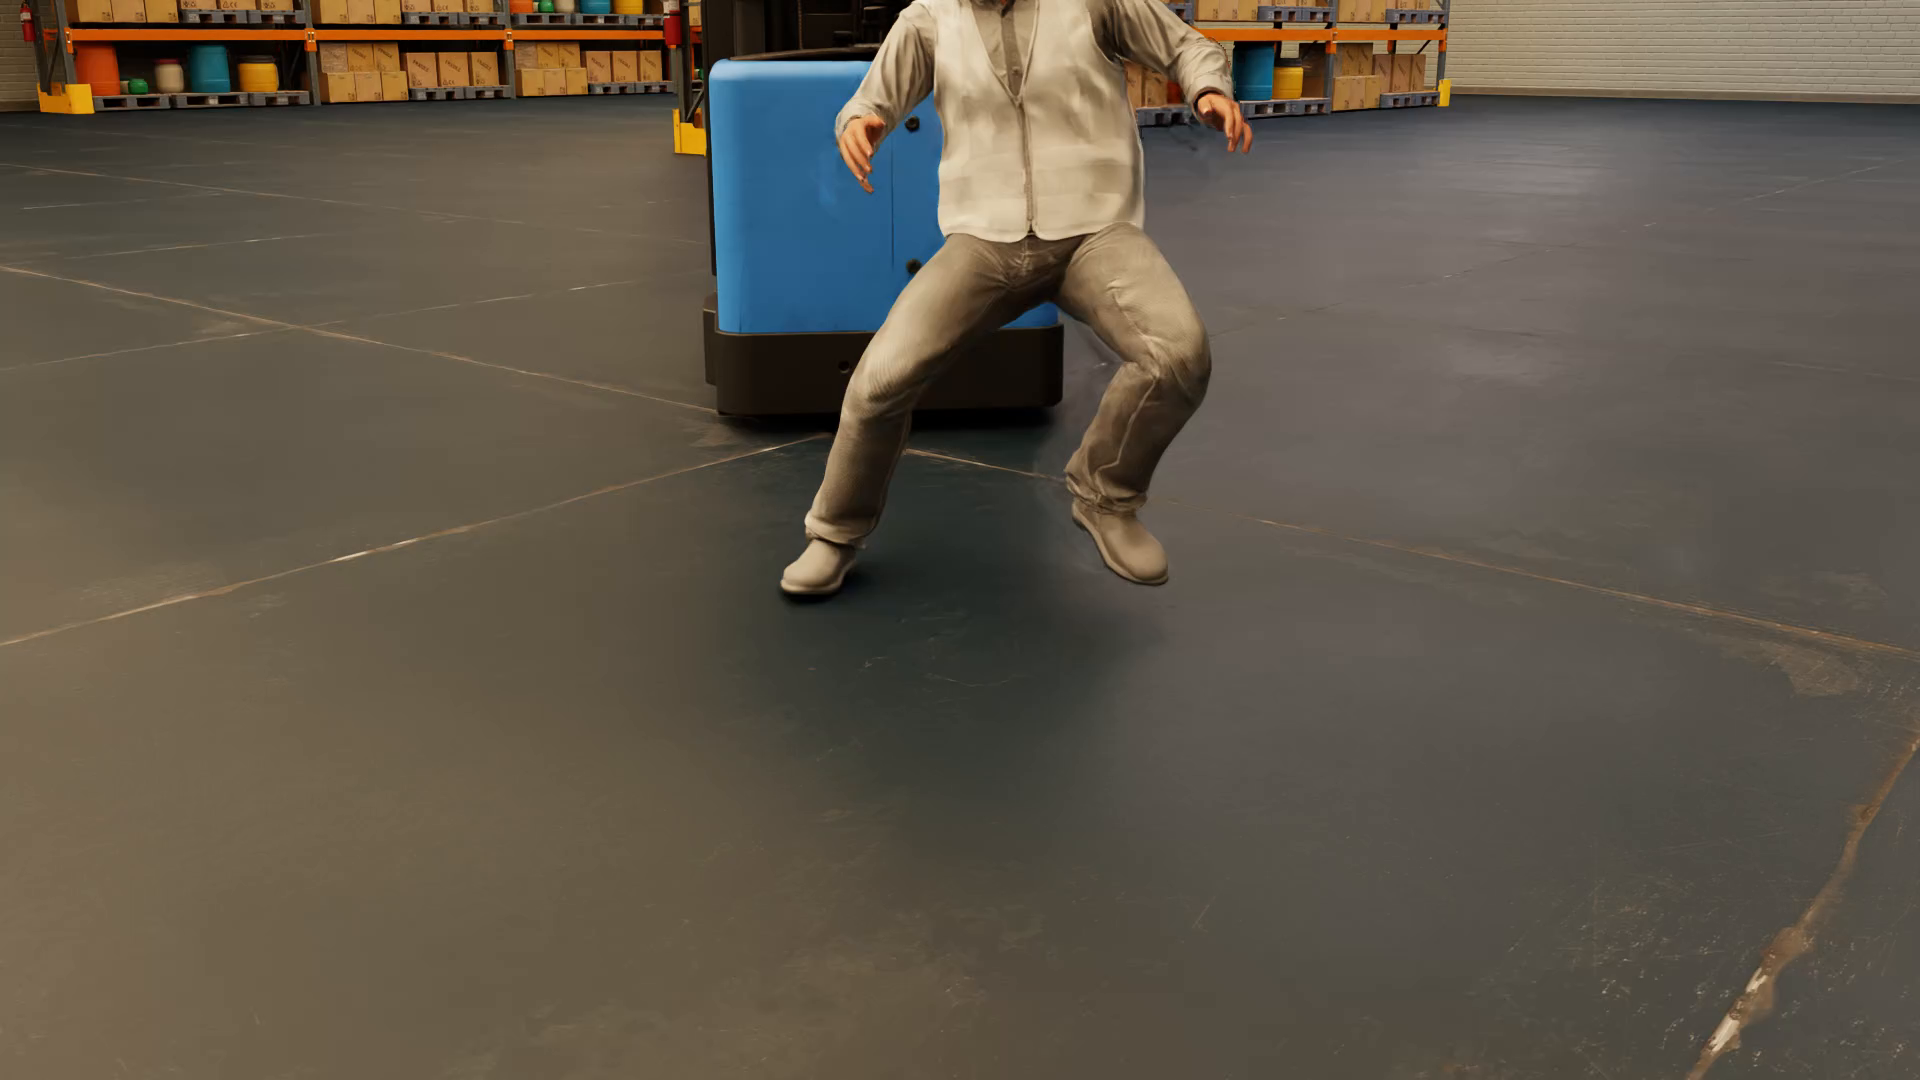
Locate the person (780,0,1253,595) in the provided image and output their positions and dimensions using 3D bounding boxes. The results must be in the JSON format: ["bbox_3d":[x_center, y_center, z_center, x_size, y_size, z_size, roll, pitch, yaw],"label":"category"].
[{"bbox_3d":[0.105,-0.650,3.390,0.953,1.568,0.782,3,17,9],"label":"person"}]

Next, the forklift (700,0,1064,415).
[{"bbox_3d":[-0.395,-2.154,5.990,1.130,2.935,3.031,-2,17,-7],"label":"forklift"}]
